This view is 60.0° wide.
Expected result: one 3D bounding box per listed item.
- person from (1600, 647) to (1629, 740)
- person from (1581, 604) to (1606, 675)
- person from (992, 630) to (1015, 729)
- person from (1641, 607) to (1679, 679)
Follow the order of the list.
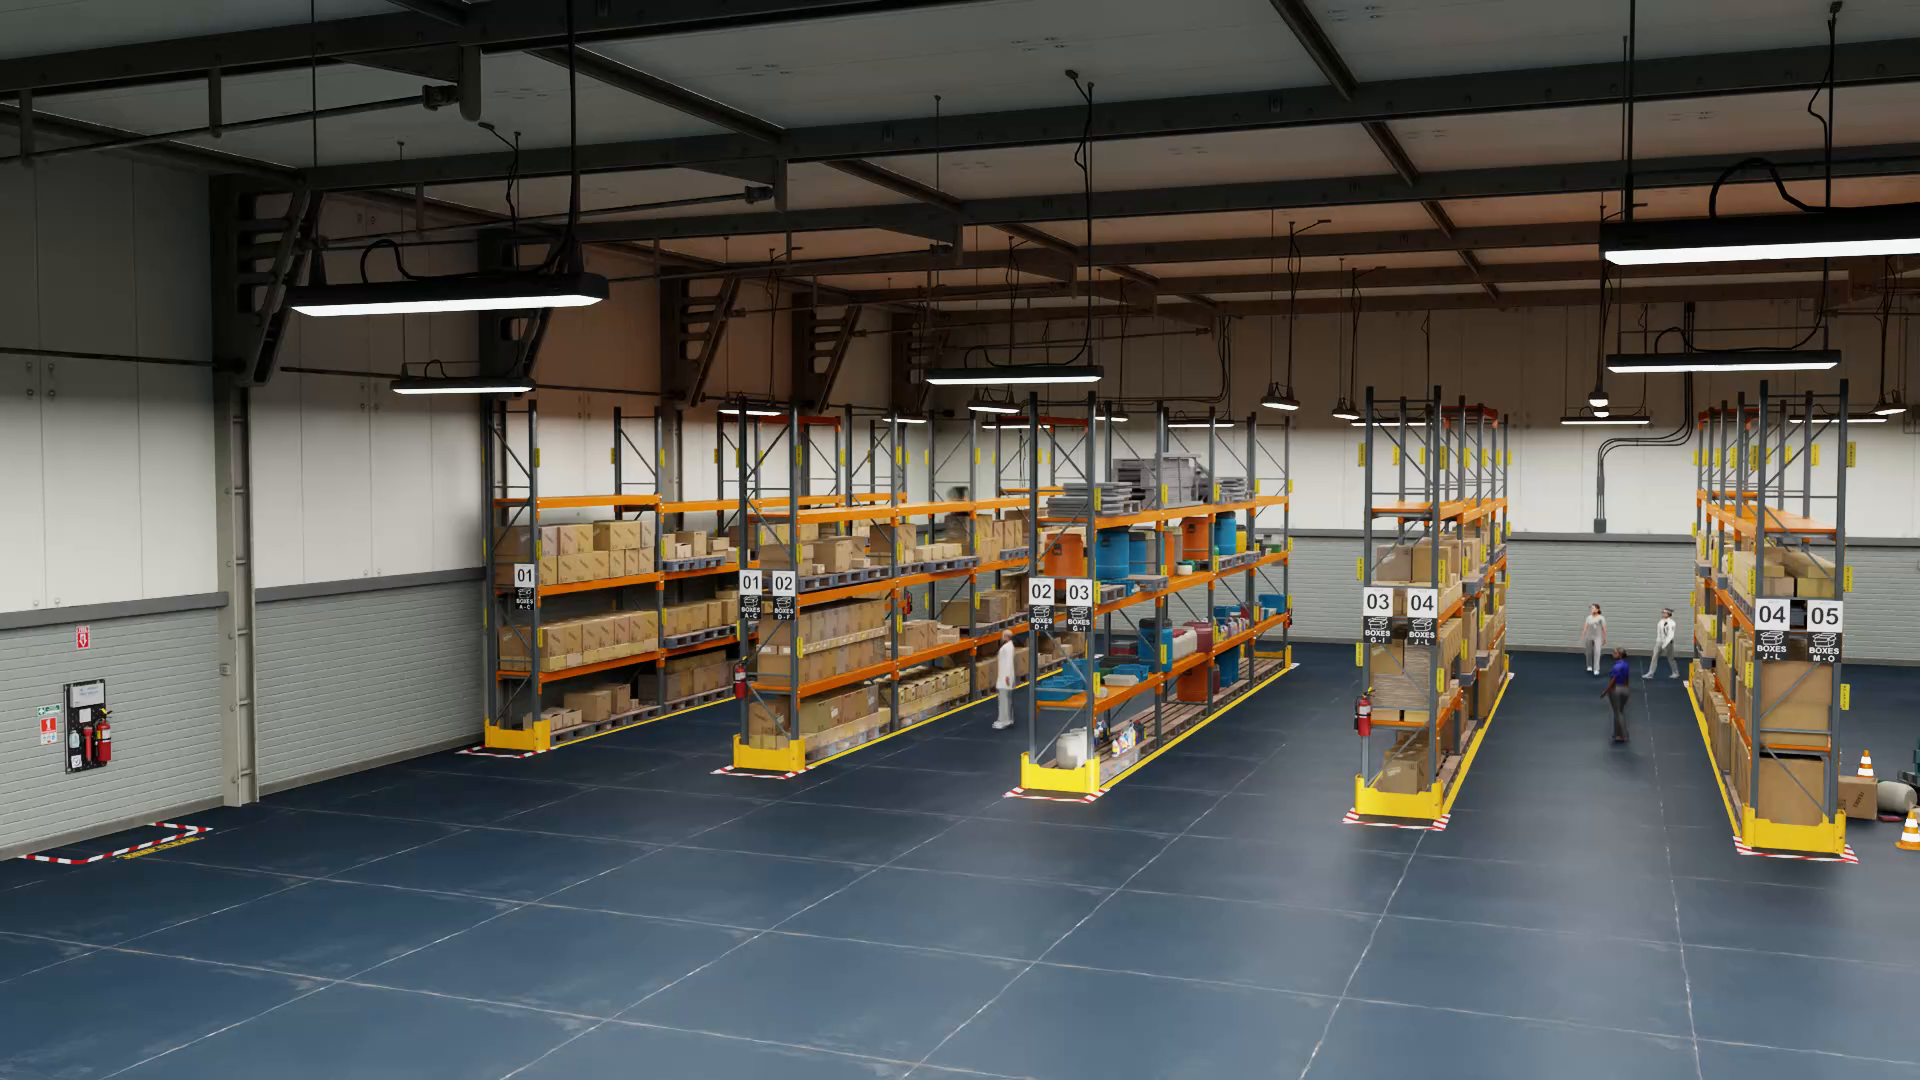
[{"bbox_3d":[11.626,2.742,29.474,0.533,1.695,0.680,-1,3,-20],"label":"person"},{"bbox_3d":[14.656,2.284,38.479,0.553,1.621,0.985,1,3,19],"label":"person"},{"bbox_3d":[0.827,2.591,31.062,0.394,1.824,0.672,0,3,7],"label":"person"},{"bbox_3d":[15.827,2.313,37.394,0.999,1.622,0.486,-2,3,-29],"label":"person"}]
